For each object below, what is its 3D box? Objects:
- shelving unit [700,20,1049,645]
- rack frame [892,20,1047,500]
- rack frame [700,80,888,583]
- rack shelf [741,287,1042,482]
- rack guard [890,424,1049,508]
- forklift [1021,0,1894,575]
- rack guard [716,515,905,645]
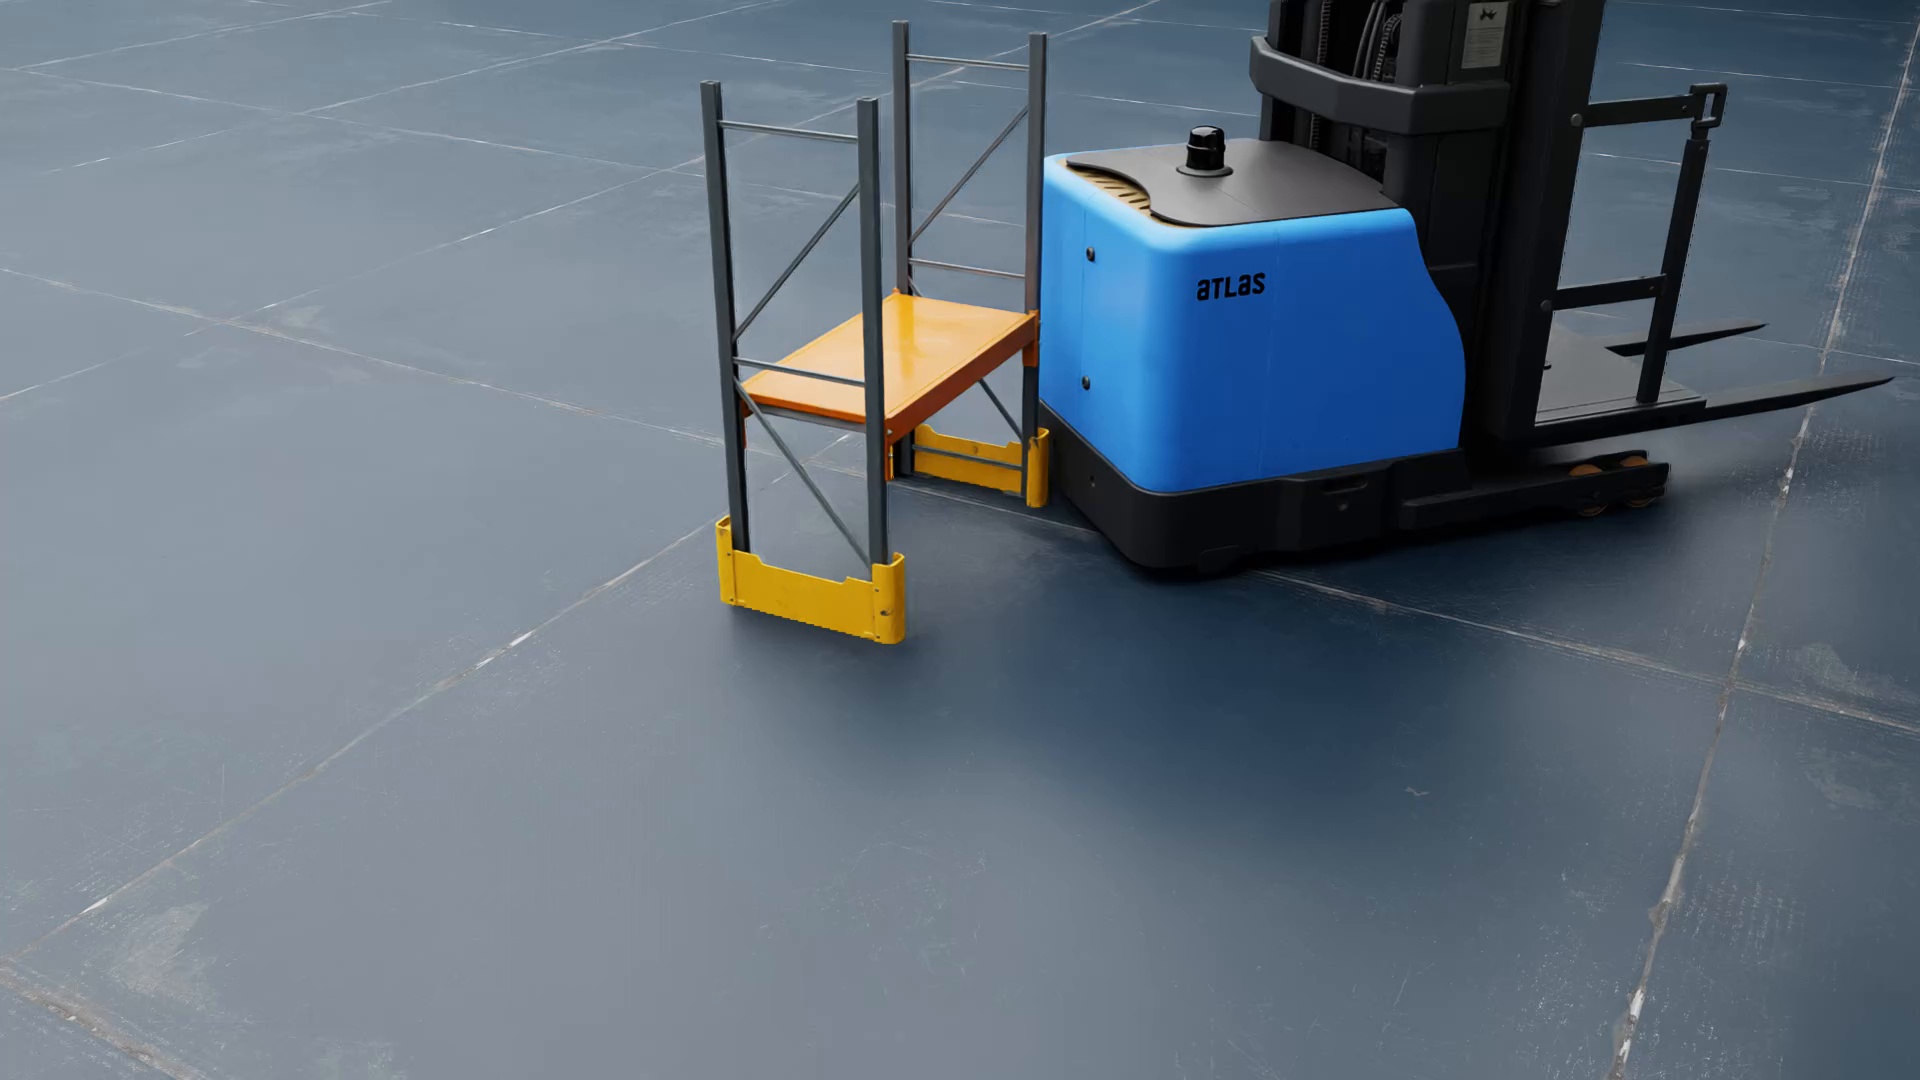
[{"bbox_3d":[-0.207,-0.647,4.867,0.587,1.500,1.083,13,29,24],"label":"shelving unit"},{"bbox_3d":[0.024,-0.854,5.281,0.500,1.500,0.032,13,29,24],"label":"rack frame"},{"bbox_3d":[-0.430,-0.447,4.467,0.500,1.500,0.032,13,29,24],"label":"rack frame"},{"bbox_3d":[-0.203,-0.490,4.954,0.538,0.185,1.000,13,29,24],"label":"rack shelf"},{"bbox_3d":[0.015,-0.287,5.545,0.587,0.250,0.087,13,29,24],"label":"rack guard"},{"bbox_3d":[1.784,-1.599,5.171,3.031,2.935,1.130,-9,28,-18],"label":"forklift"},{"bbox_3d":[-0.429,0.112,4.748,0.587,0.250,0.087,13,29,24],"label":"rack guard"}]
